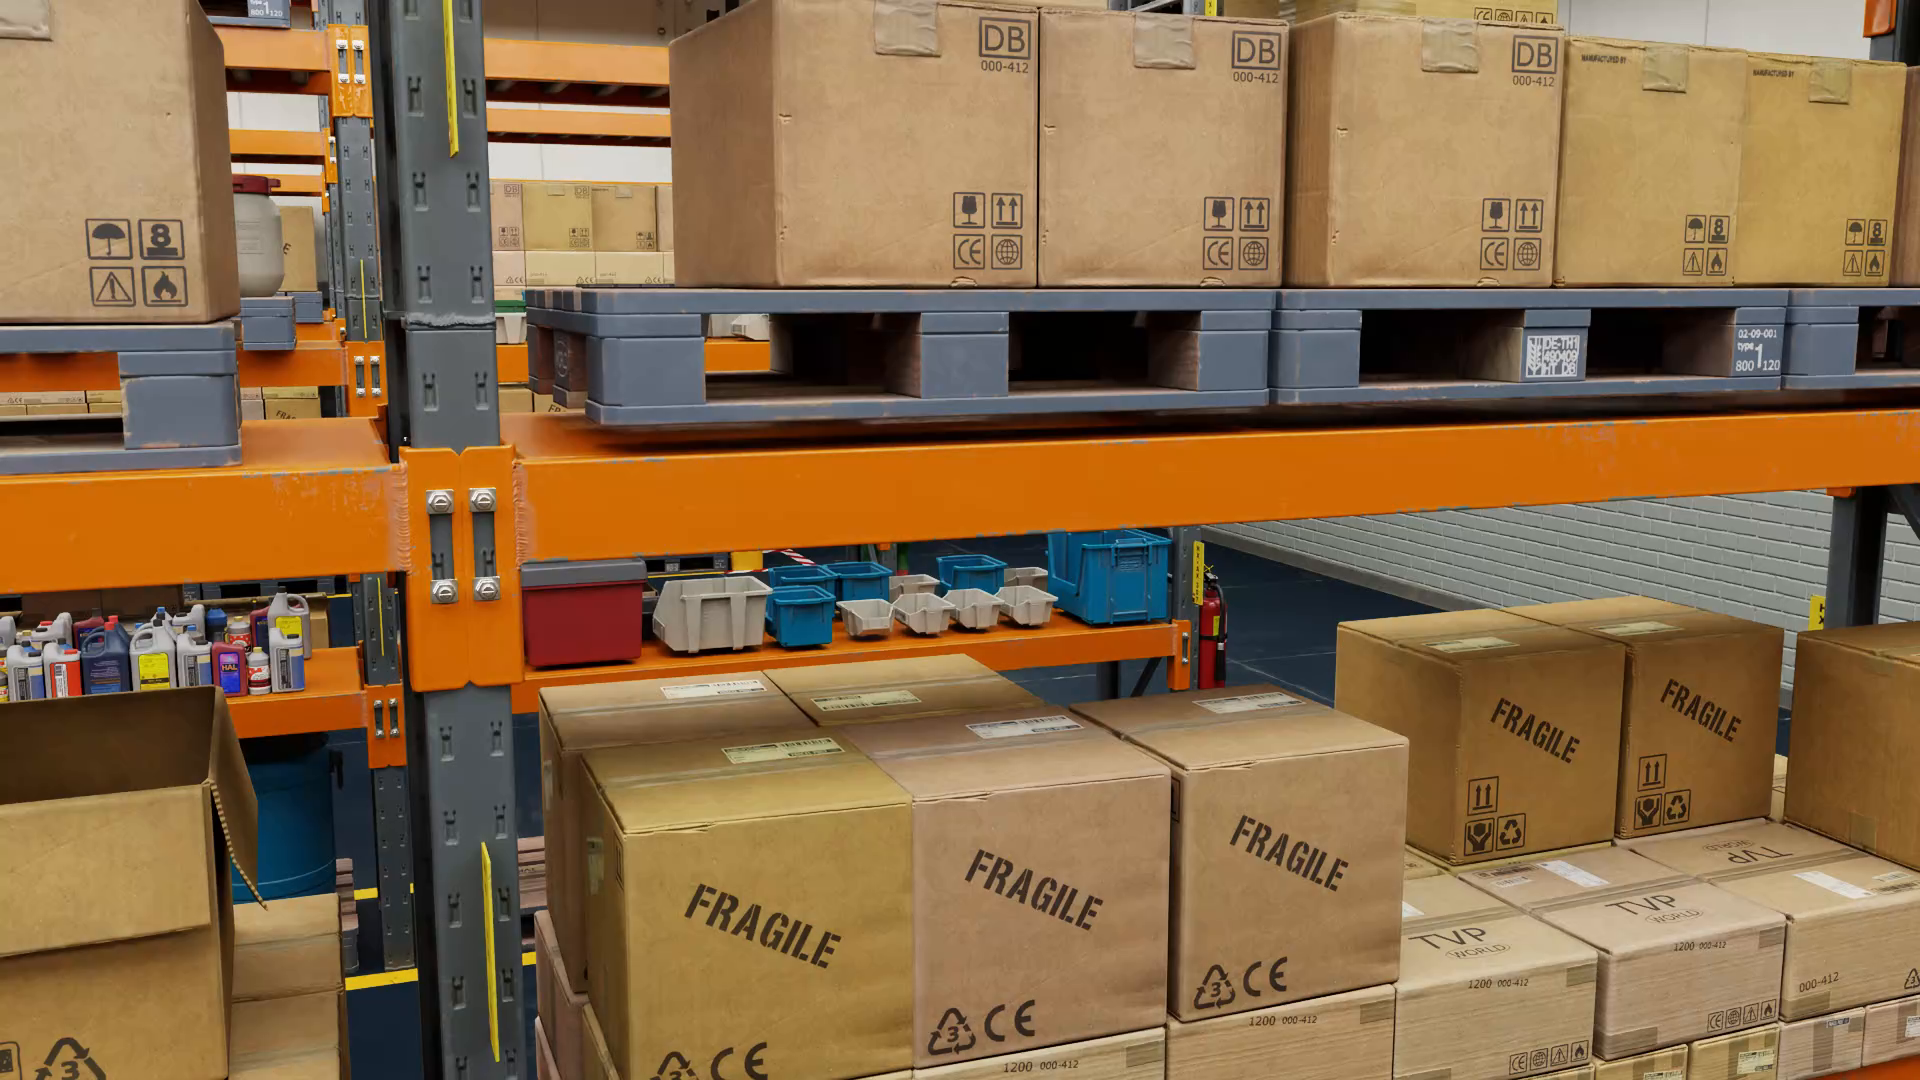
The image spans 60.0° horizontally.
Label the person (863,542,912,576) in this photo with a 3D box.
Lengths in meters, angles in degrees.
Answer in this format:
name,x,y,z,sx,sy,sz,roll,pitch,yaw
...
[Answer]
name,x,y,z,sx,sy,sz,roll,pitch,yaw
person,-0.770,0.039,16.045,0.487,1.167,0.957,-4,10,-23
